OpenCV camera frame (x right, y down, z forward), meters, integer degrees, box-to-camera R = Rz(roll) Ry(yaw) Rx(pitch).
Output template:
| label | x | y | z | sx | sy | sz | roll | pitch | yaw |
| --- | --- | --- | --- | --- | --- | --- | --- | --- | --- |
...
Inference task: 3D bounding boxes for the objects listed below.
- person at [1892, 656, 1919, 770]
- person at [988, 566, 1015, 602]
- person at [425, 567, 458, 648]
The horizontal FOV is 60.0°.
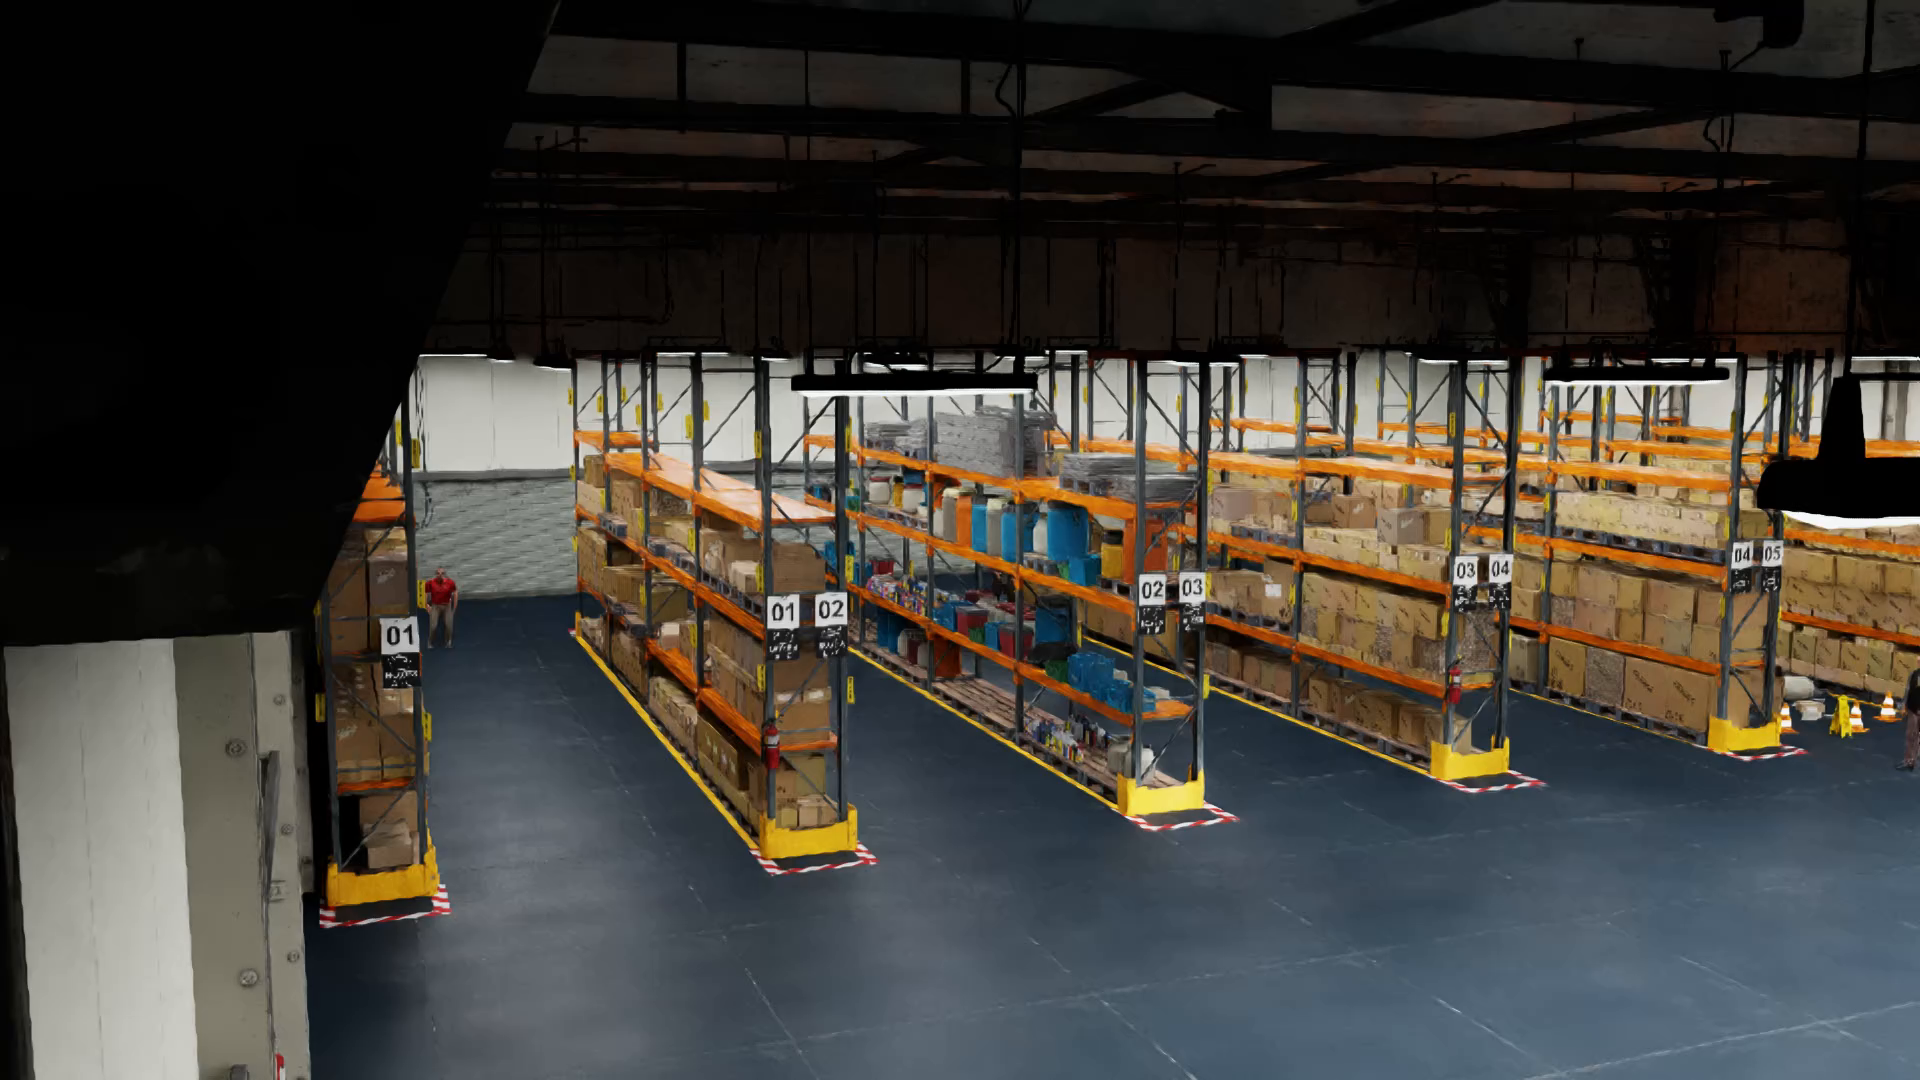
| label | x | y | z | sx | sy | sz | roll | pitch | yaw |
| --- | --- | --- | --- | --- | --- | --- | --- | --- | --- |
| person | 13.955 | 2.498 | 24.051 | 0.522 | 1.716 | 0.640 | -5 | 9 | -36 |
| person | 0.952 | 0.913 | 36.742 | 0.736 | 1.717 | 0.903 | -2 | 7 | -16 |
| person | -10.444 | 1.353 | 33.436 | 0.682 | 1.676 | 0.521 | -3 | 8 | -23 |
